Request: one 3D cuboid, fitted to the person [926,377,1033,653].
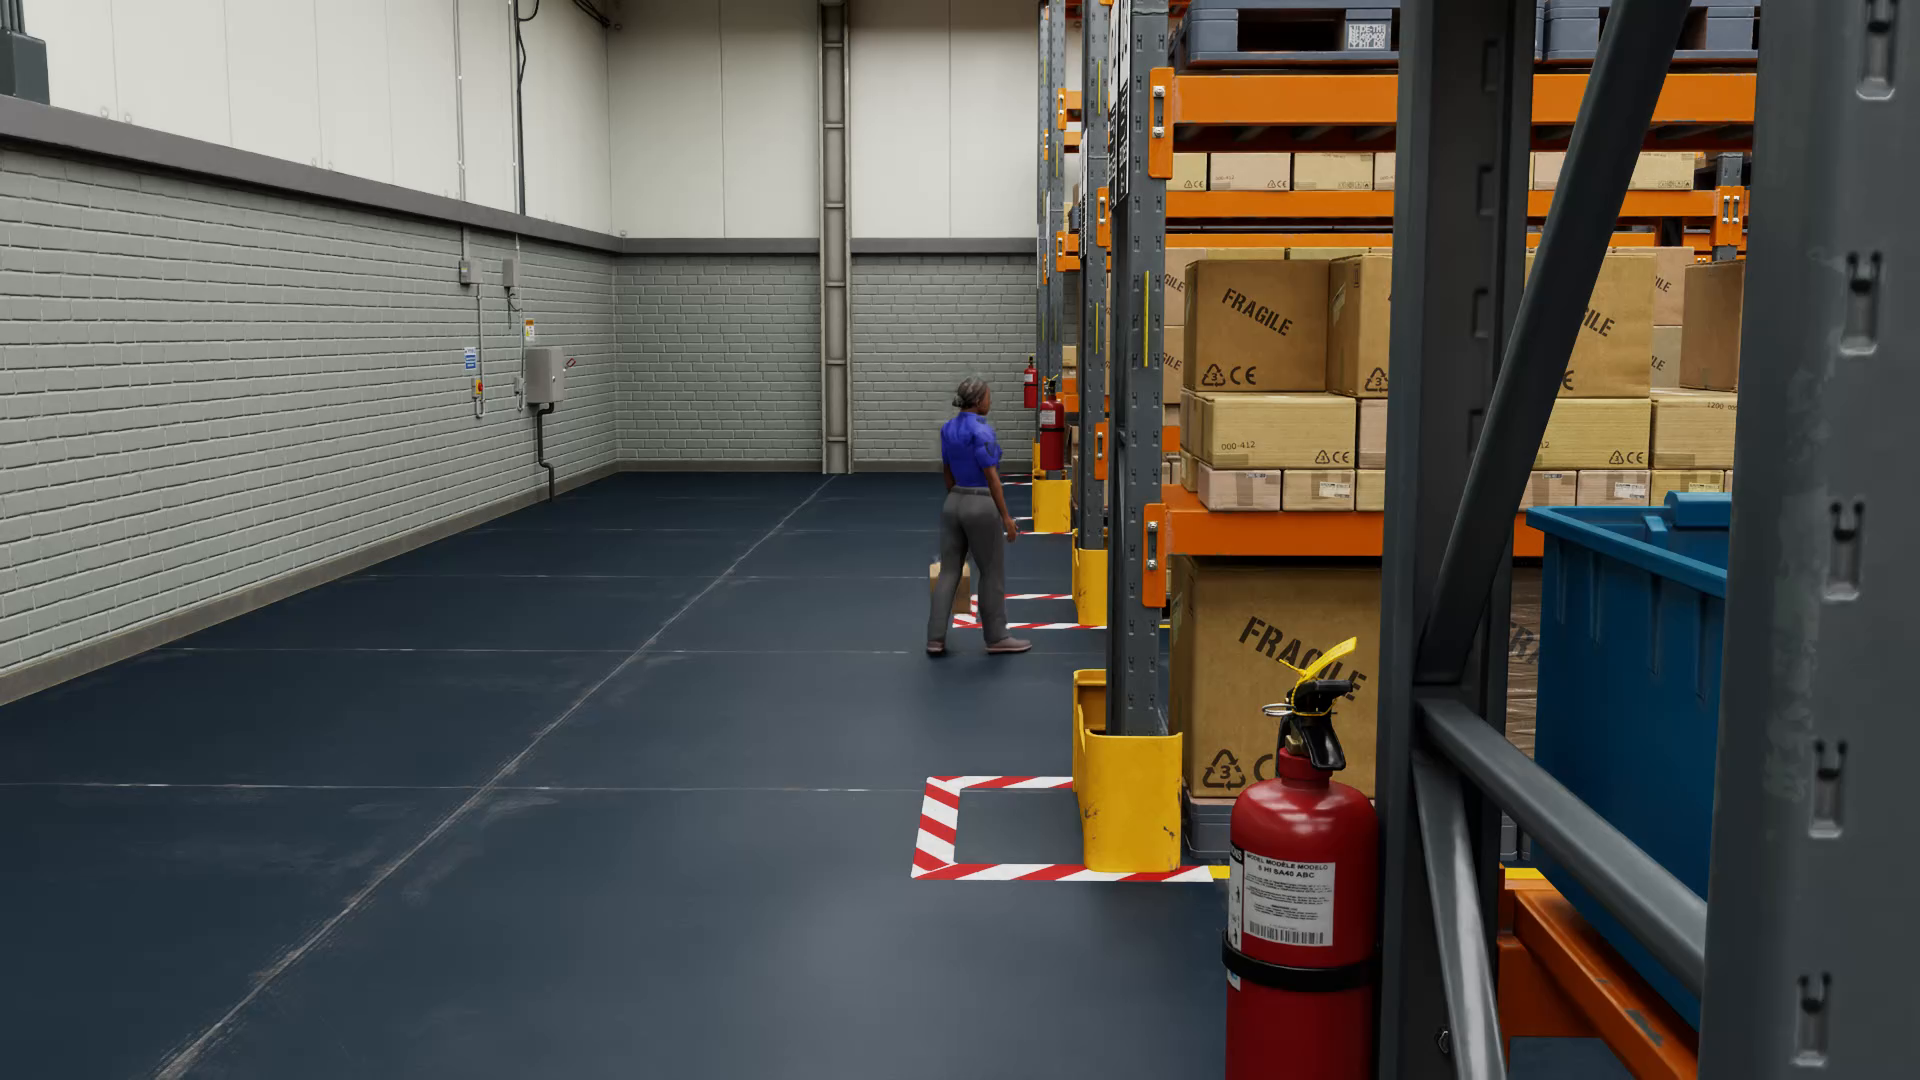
[{"bbox_3d":[0.112,-0.142,9.867,0.622,1.649,0.584,-7,10,-41],"label":"person"}]
